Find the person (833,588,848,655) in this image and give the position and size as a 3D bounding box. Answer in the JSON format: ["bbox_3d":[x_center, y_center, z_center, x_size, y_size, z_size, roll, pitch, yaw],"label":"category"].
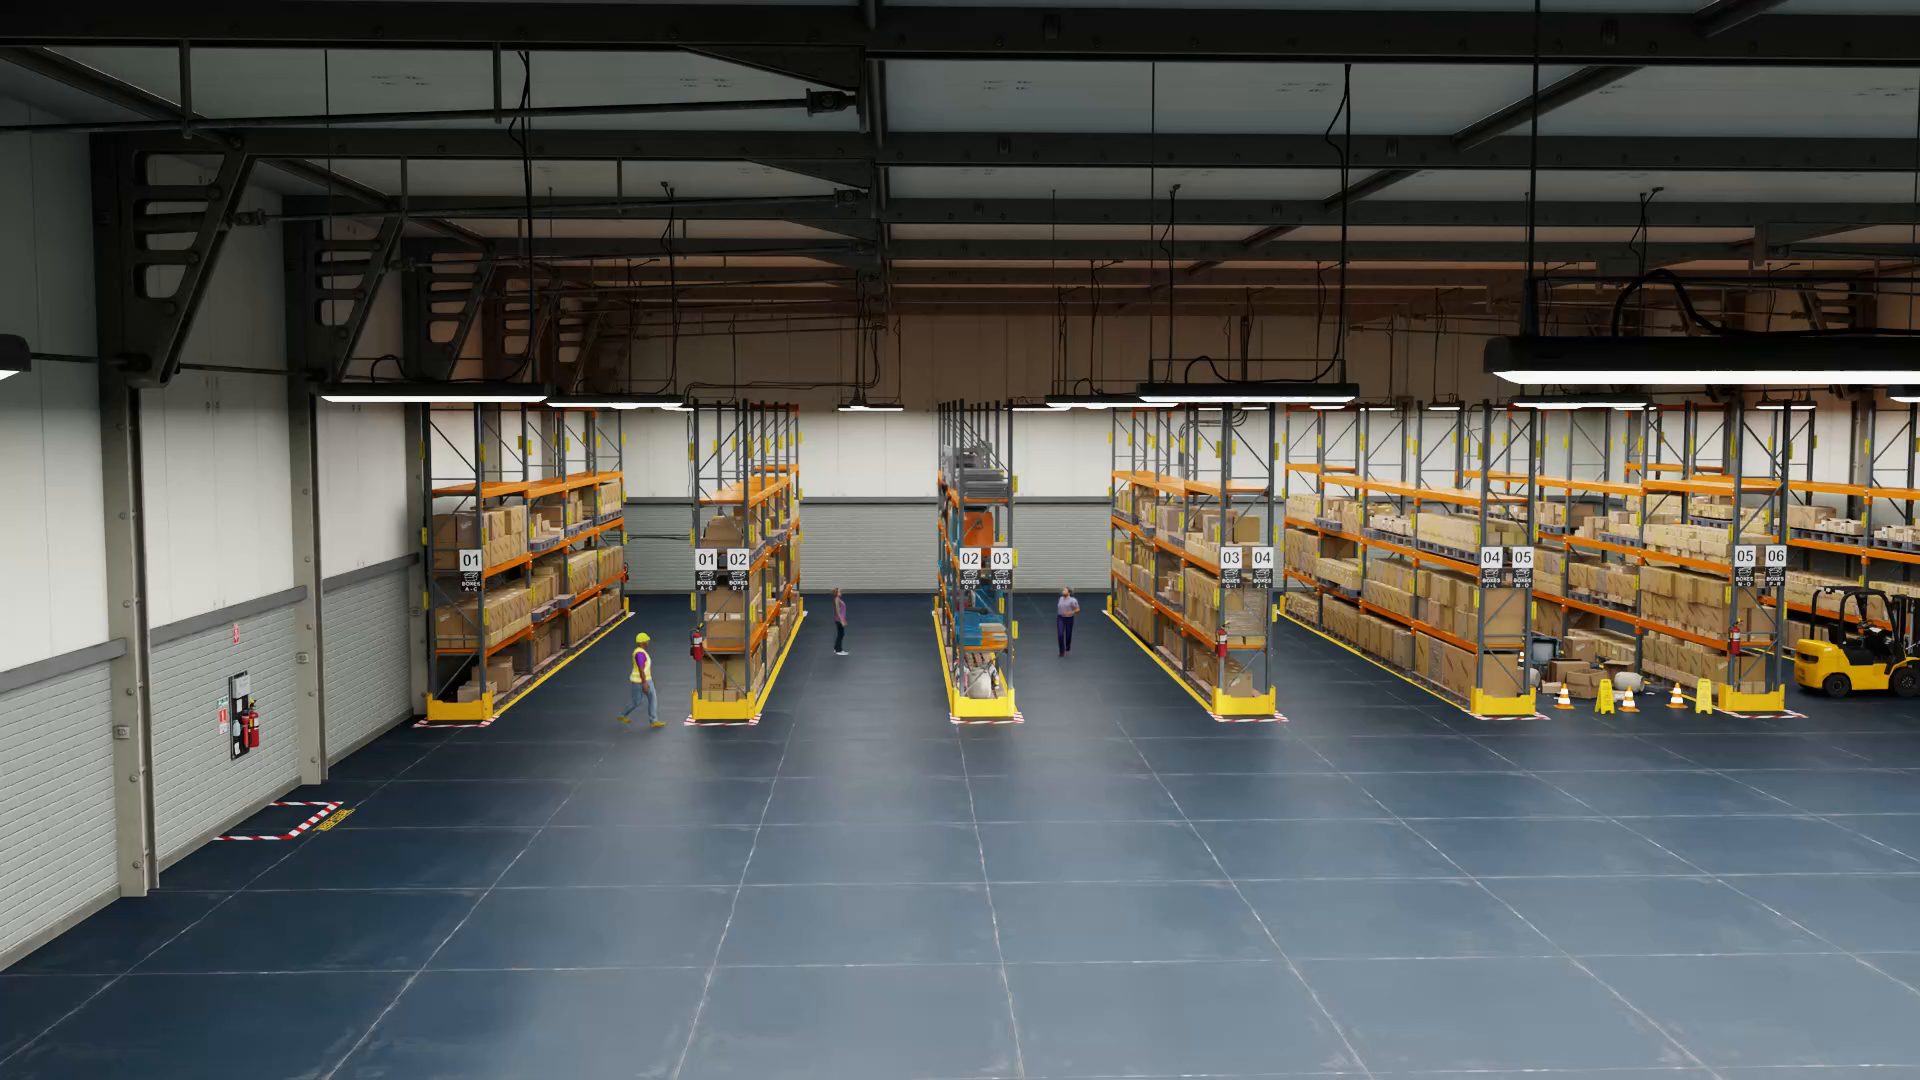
[{"bbox_3d":[-2.819,1.946,39.351,0.340,1.611,0.466,0,4,-6],"label":"person"}]

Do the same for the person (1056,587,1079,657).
[{"bbox_3d":[2.554,1.945,39.433,0.537,1.669,0.724,0,4,2],"label":"person"}]

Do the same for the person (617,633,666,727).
[{"bbox_3d":[-5.847,2.566,30.383,0.957,1.732,0.506,2,5,28],"label":"person"}]
